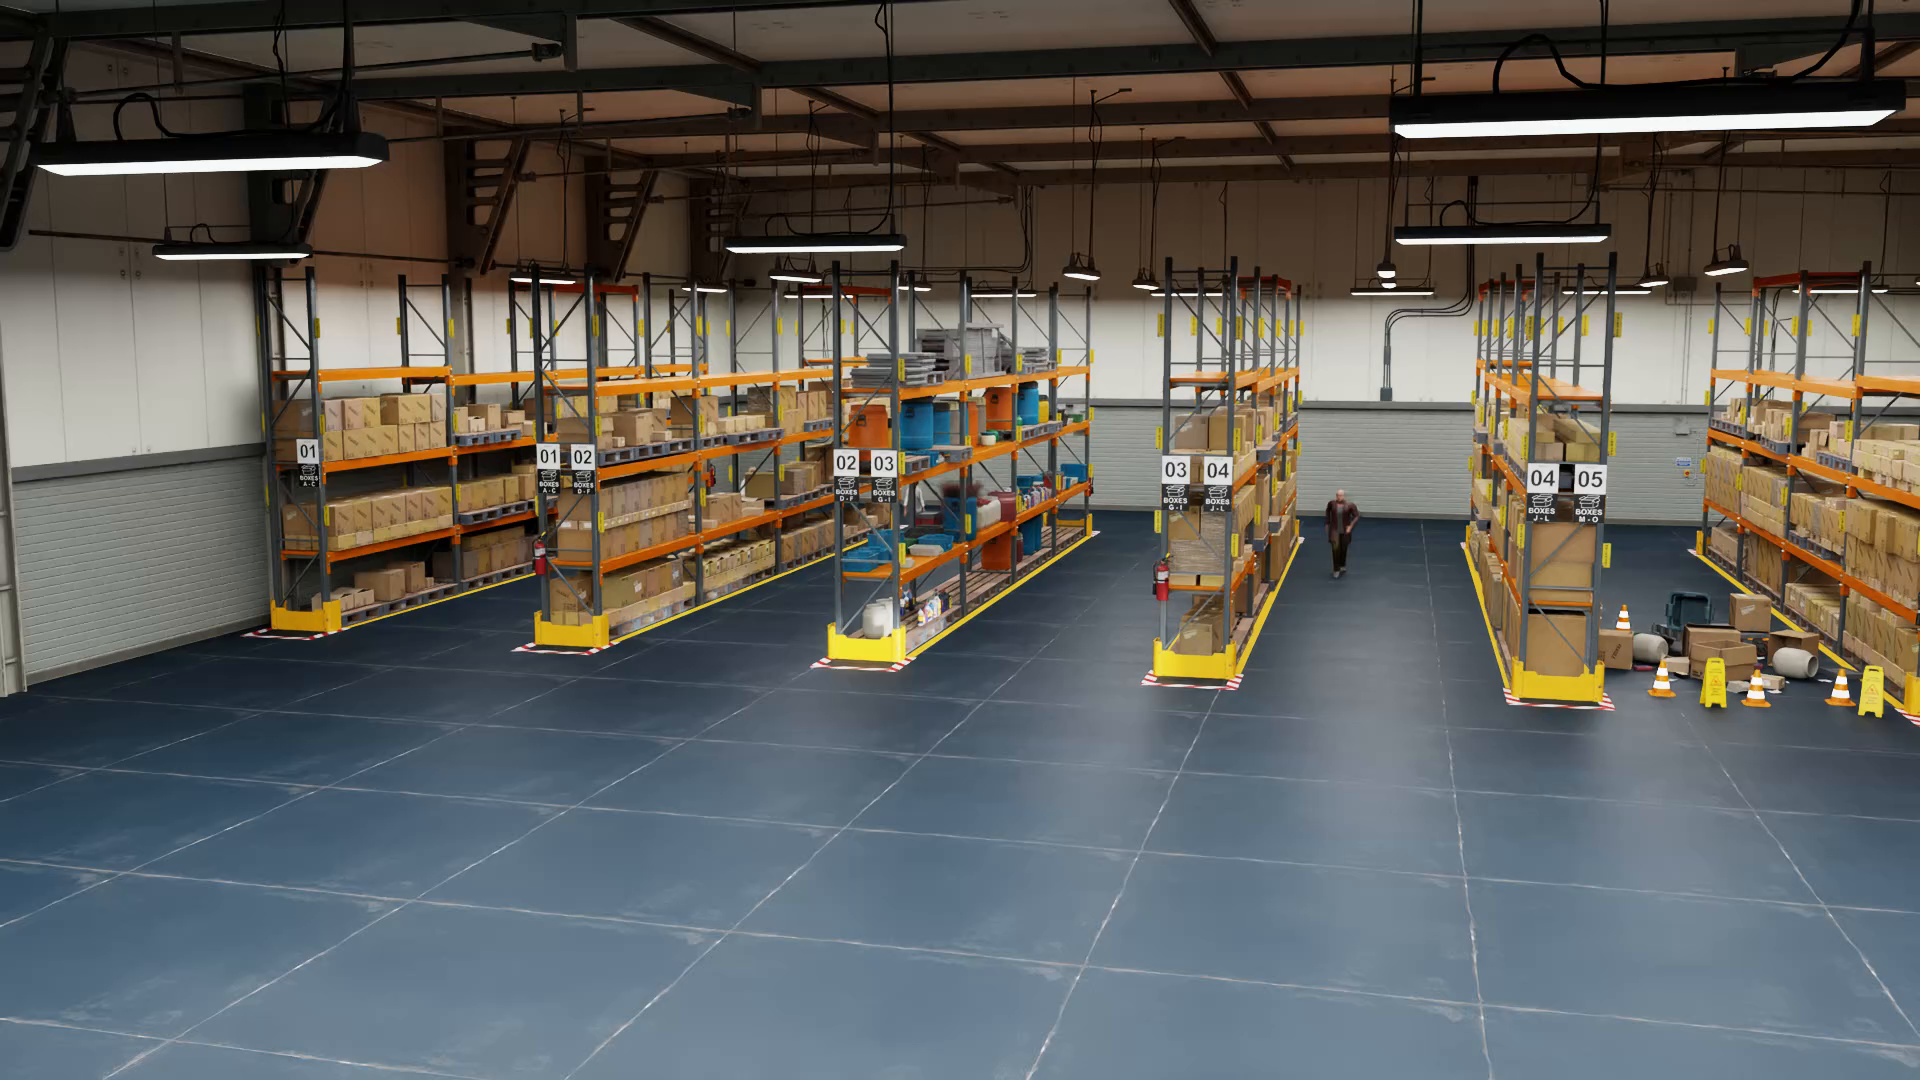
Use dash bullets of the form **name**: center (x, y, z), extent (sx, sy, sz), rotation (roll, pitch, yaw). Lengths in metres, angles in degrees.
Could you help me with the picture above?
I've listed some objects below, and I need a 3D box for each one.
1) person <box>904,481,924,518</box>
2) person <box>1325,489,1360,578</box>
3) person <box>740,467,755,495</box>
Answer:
- **person**: center (-1.073, -0.673, 38.532), extent (0.448, 1.536, 0.952), rotation (1, 7, 11)
- **person**: center (7.783, -0.147, 33.869), extent (0.667, 1.804, 0.892), rotation (1, 7, 10)
- **person**: center (-4.886, -0.809, 39.063), extent (0.572, 1.801, 0.933), rotation (1, 7, 10)
